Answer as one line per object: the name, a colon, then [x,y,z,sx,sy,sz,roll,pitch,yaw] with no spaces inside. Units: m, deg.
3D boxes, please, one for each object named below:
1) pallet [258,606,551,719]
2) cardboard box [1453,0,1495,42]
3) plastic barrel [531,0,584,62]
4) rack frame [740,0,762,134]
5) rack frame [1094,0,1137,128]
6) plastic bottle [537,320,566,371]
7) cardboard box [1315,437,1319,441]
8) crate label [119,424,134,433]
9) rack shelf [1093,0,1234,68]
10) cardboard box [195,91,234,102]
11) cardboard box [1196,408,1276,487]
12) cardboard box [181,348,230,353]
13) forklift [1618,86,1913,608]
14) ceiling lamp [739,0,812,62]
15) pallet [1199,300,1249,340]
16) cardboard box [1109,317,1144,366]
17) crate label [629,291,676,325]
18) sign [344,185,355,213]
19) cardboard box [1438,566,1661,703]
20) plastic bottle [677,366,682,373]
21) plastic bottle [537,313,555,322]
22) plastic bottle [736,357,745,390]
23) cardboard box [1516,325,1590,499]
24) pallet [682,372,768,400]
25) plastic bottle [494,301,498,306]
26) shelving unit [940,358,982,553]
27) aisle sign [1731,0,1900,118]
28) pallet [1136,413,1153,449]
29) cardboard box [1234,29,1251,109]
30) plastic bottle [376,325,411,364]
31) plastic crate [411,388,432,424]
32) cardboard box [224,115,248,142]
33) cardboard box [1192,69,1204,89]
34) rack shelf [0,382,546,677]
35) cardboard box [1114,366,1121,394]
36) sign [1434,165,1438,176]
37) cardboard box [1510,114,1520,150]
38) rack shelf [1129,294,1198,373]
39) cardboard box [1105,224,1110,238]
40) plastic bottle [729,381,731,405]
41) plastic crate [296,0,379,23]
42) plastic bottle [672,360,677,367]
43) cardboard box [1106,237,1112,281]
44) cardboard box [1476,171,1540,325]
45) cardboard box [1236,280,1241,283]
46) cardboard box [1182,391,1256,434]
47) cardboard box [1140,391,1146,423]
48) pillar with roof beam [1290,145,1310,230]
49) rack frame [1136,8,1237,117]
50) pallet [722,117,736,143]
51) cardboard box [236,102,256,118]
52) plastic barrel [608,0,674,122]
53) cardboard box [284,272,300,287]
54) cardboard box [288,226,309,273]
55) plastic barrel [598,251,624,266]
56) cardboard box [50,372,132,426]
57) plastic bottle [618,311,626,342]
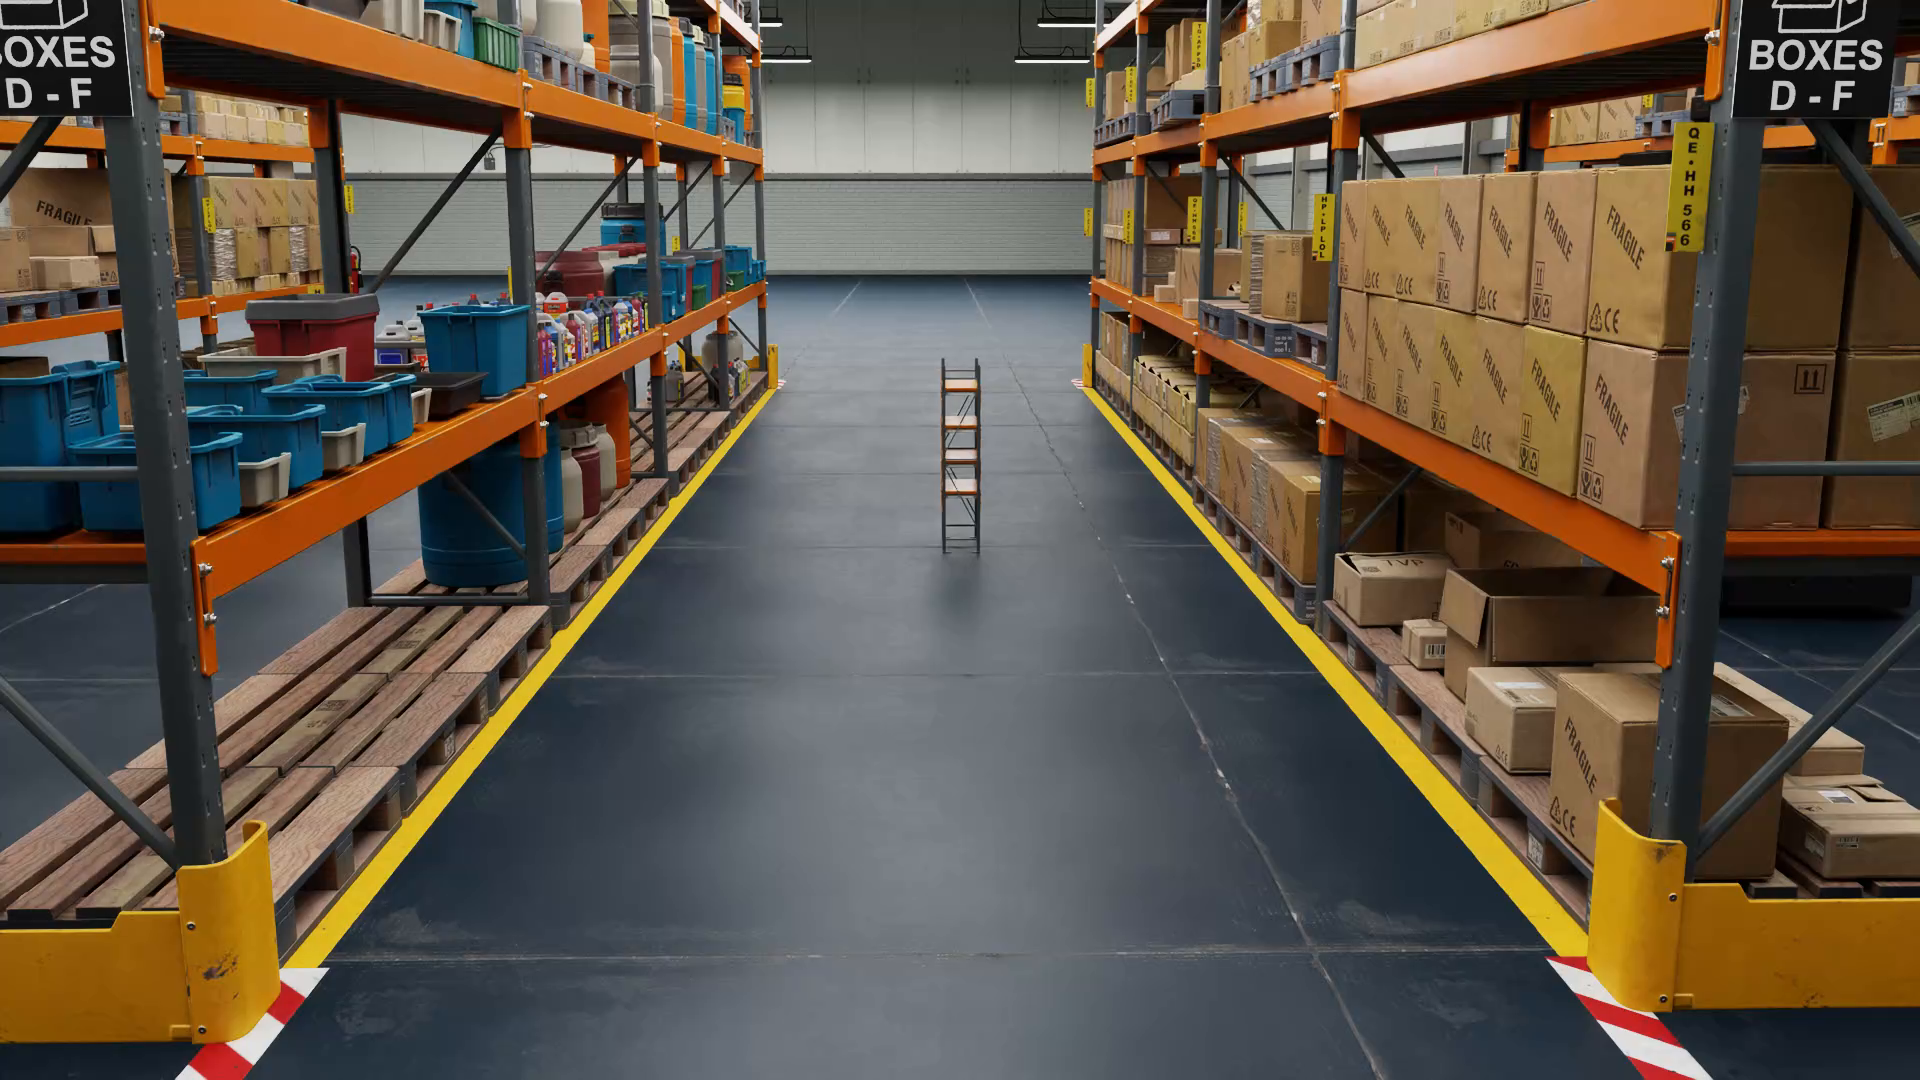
pallet: [-2.551,0.555,7.794,1.003,0.211,1.213,0,11,-1]
cardboard box: [2.139,-1.978,6.098,0.500,0.250,0.500,0,11,-1]
plastic barrel: [-2.500,-3.144,10.068,0.433,0.535,0.433,0,11,0]
rack frame: [-2.853,-6.283,19.398,1.000,3.000,0.127,0,11,-1]
rack frame: [2.100,-6.303,19.494,1.000,3.000,0.127,0,11,-1]
plastic bottle: [-2.241,-1.063,9.068,0.152,0.276,0.135,0,11,-1]
cardboard box: [2.546,-0.371,10.524,0.500,0.500,0.500,-1,11,-3]
crate label: [-2.742,-0.337,5.689,0.396,0.136,0.243,0,11,-1]
rack shelf: [2.141,-5.357,17.646,1.077,0.370,4.000,0,11,-1]
cardboard box: [-8.044,-4.937,18.046,0.500,0.500,0.500,0,11,-1]
cardboard box: [1.989,-0.672,12.005,0.500,0.500,0.500,0,11,1]
cardboard box: [-7.710,-1.702,17.135,0.500,0.500,0.500,4,12,17]
forklift: [4.632,-1.305,10.121,1.130,2.935,3.031,0,11,1]
ceiling lamp: [-4.906,-14.194,43.709,2.000,3.185,0.800,0,11,-1]
pallet: [2.349,-1.544,11.609,1.213,0.211,1.003,0,11,-1]
cardboard box: [1.917,-2.183,18.248,0.500,0.500,0.500,0,11,-1]
crate label: [-2.321,-1.756,12.593,0.303,0.233,0.416,0,11,-1]
sign: [-7.249,-4.044,19.739,0.100,0.325,0.005,0,11,-1]
cardboard box: [2.392,0.404,6.697,0.797,0.503,0.637,0,11,-1]
plastic bottle: [-2.975,-1.695,17.593,0.061,0.283,0.133,0,11,-1]
plastic bottle: [-2.405,-1.174,9.614,0.152,0.276,0.135,0,11,-1]
plastic bottle: [-2.388,-1.787,17.878,0.144,0.351,0.185,0,11,1]
cardboard box: [2.135,-0.422,5.345,0.500,0.500,0.500,0,11,-1]
pallet: [-2.793,-1.800,19.402,1.003,0.211,1.213,0,11,-1]
plastic bottle: [-3.010,-1.415,10.814,0.097,0.271,0.097,0,11,0]
shelving unit: [0.003,-0.555,10.778,0.258,1.200,0.503,0,11,-1]
aisle sign: [2.125,-1.442,4.082,0.394,0.787,0.004,0,11,-1]
pallet: [2.237,-1.055,15.728,1.003,0.211,1.213,0,11,-1]
cardboard box: [2.318,-3.104,11.018,0.910,0.500,0.500,0,11,-1]
plastic bottle: [-2.936,-0.974,8.628,0.152,0.276,0.135,0,11,-1]
plastic crate: [-2.268,-0.513,6.556,0.293,0.136,0.466,0,11,-1]
cardboard box: [-7.491,-4.120,16.656,0.500,0.250,0.500,0,11,-2]
cardboard box: [2.170,-3.683,13.445,0.500,0.250,0.500,0,11,-2]
rack shelf: [-2.563,-0.208,6.348,1.077,0.370,4.000,0,11,-1]
cardboard box: [1.929,-1.716,17.833,0.500,0.250,0.500,0,11,-1]
sign: [7.894,-6.071,27.607,0.001,0.298,0.199,0,11,-1]
cardboard box: [6.809,-4.845,19.552,0.500,0.500,0.500,0,11,0]
rack shelf: [2.224,-1.818,14.283,1.077,0.370,4.000,0,11,-1]
cardboard box: [1.901,-3.598,19.369,0.380,0.149,0.250,-1,11,-3]
plastic bottle: [-2.338,-1.492,16.624,0.097,0.271,0.097,0,11,0]
plastic crate: [-2.279,-1.907,5.527,0.504,0.338,0.767,0,11,-1]
plastic bottle: [-3.140,-1.821,18.216,0.061,0.283,0.133,0,11,0]
cardboard box: [2.096,-3.319,19.623,0.700,0.500,0.500,0,11,-1]
cardboard box: [2.119,-1.012,5.738,0.500,0.500,0.500,0,11,0]
cardboard box: [2.440,-1.908,13.141,0.500,0.311,0.500,0,11,-2]
cardboard box: [2.008,-1.009,12.936,0.500,0.311,0.500,0,11,0]
cardboard box: [1.952,-1.243,15.502,0.500,0.250,0.500,0,11,0]
pillar with roof beam: [3.255,-9.749,36.480,9.100,9.000,0.548,0,11,-1]
rack frame: [2.182,-5.508,15.575,1.000,3.000,0.127,0,11,-1]
pallet: [-2.883,-4.069,16.500,1.213,0.211,1.003,0,11,-1]
cardboard box: [-7.445,-4.394,17.004,0.380,0.149,0.250,0,11,-2]
plastic barrel: [-2.487,-3.633,12.617,0.600,0.901,0.600,0,11,0]
cardboard box: [-7.456,-2.846,18.176,0.380,0.149,0.250,0,11,-1]
cardboard box: [-7.723,-3.210,18.337,0.875,0.500,0.500,0,11,-1]
plastic barrel: [-2.931,-2.095,13.561,0.421,0.512,0.421,0,11,0]
cardboard box: [-7.728,-1.190,14.561,0.700,0.500,0.500,-1,12,-6]
plastic bottle: [-2.254,-1.411,10.971,0.097,0.201,0.097,0,11,0]
